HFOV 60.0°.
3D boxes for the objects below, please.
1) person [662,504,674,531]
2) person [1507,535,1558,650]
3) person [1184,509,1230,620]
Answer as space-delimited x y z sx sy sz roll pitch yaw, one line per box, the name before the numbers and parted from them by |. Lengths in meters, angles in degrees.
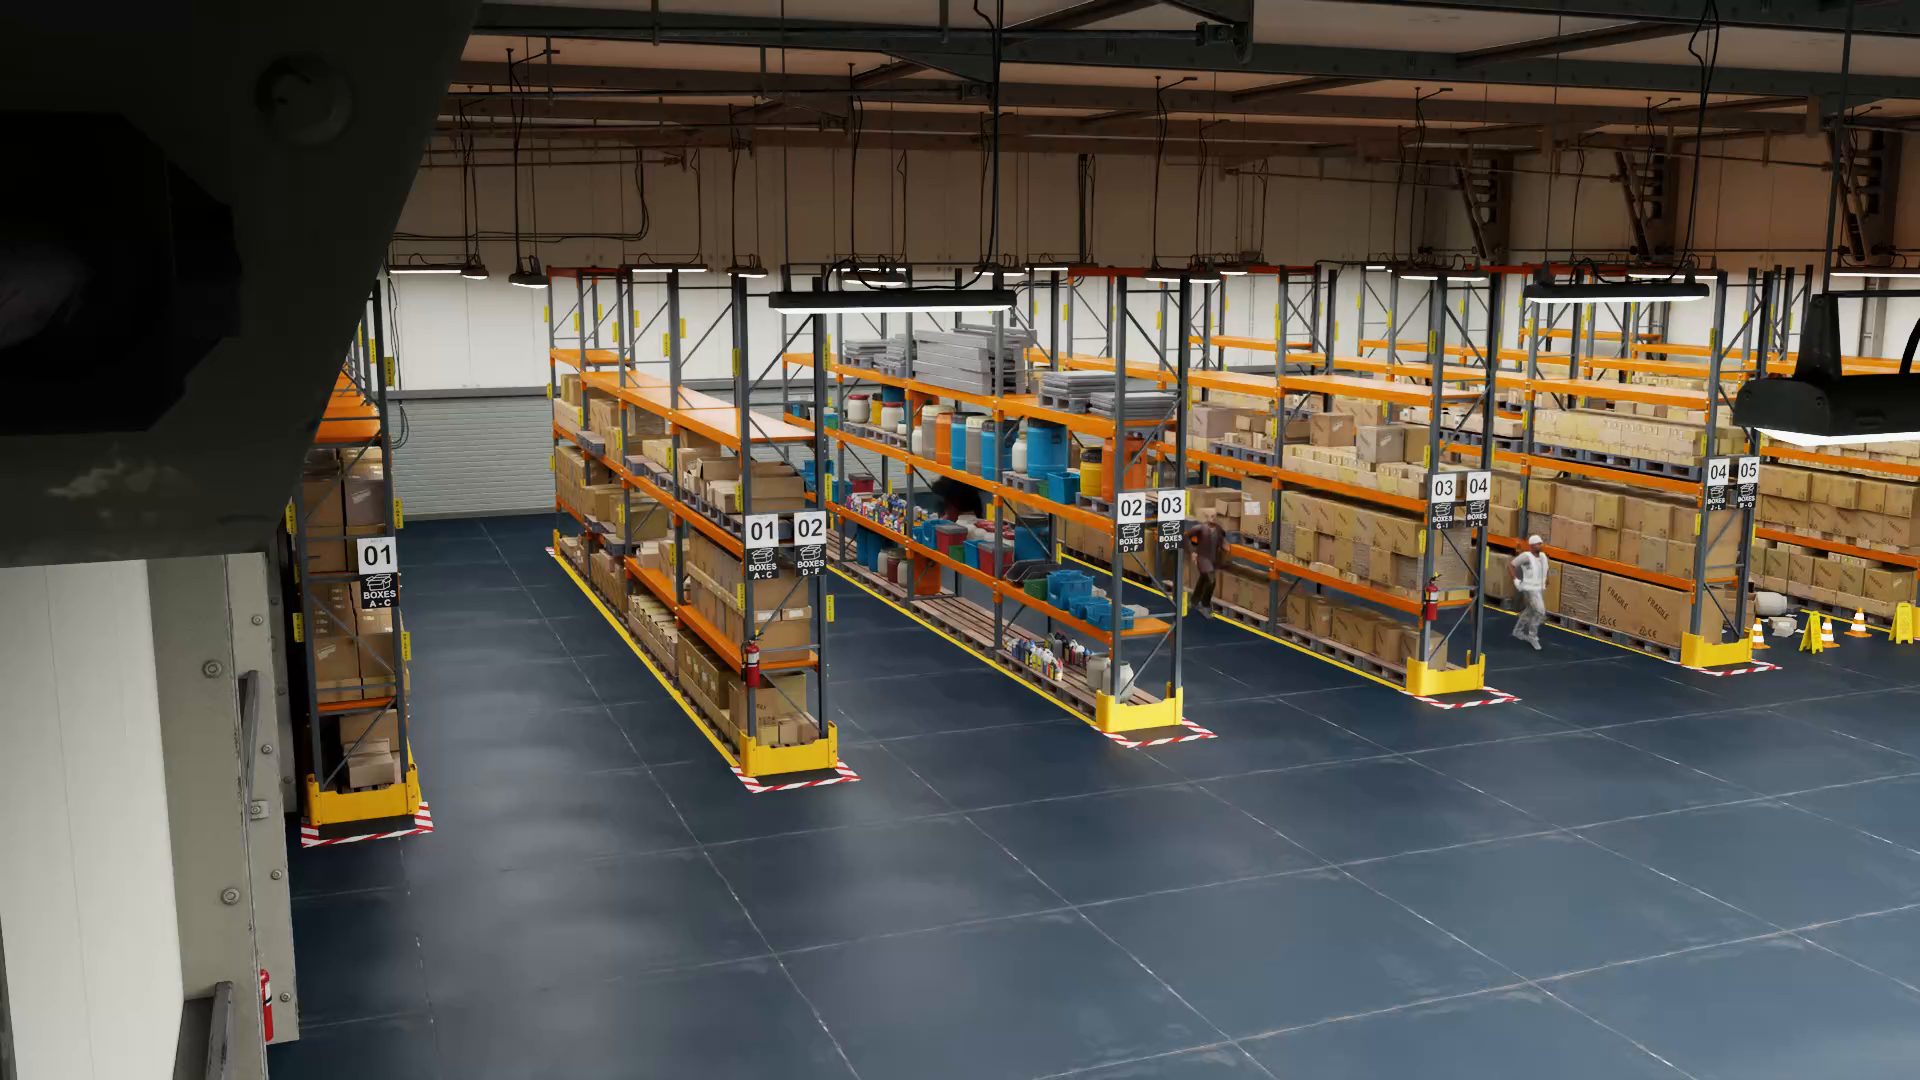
person | -6.000 -0.466 34.854 0.571 1.554 0.479 -7 12 -35
person | 9.221 0.833 26.735 0.657 1.843 0.768 -8 13 -38
person | 4.135 0.393 27.805 0.672 1.837 0.864 -7 12 -34
